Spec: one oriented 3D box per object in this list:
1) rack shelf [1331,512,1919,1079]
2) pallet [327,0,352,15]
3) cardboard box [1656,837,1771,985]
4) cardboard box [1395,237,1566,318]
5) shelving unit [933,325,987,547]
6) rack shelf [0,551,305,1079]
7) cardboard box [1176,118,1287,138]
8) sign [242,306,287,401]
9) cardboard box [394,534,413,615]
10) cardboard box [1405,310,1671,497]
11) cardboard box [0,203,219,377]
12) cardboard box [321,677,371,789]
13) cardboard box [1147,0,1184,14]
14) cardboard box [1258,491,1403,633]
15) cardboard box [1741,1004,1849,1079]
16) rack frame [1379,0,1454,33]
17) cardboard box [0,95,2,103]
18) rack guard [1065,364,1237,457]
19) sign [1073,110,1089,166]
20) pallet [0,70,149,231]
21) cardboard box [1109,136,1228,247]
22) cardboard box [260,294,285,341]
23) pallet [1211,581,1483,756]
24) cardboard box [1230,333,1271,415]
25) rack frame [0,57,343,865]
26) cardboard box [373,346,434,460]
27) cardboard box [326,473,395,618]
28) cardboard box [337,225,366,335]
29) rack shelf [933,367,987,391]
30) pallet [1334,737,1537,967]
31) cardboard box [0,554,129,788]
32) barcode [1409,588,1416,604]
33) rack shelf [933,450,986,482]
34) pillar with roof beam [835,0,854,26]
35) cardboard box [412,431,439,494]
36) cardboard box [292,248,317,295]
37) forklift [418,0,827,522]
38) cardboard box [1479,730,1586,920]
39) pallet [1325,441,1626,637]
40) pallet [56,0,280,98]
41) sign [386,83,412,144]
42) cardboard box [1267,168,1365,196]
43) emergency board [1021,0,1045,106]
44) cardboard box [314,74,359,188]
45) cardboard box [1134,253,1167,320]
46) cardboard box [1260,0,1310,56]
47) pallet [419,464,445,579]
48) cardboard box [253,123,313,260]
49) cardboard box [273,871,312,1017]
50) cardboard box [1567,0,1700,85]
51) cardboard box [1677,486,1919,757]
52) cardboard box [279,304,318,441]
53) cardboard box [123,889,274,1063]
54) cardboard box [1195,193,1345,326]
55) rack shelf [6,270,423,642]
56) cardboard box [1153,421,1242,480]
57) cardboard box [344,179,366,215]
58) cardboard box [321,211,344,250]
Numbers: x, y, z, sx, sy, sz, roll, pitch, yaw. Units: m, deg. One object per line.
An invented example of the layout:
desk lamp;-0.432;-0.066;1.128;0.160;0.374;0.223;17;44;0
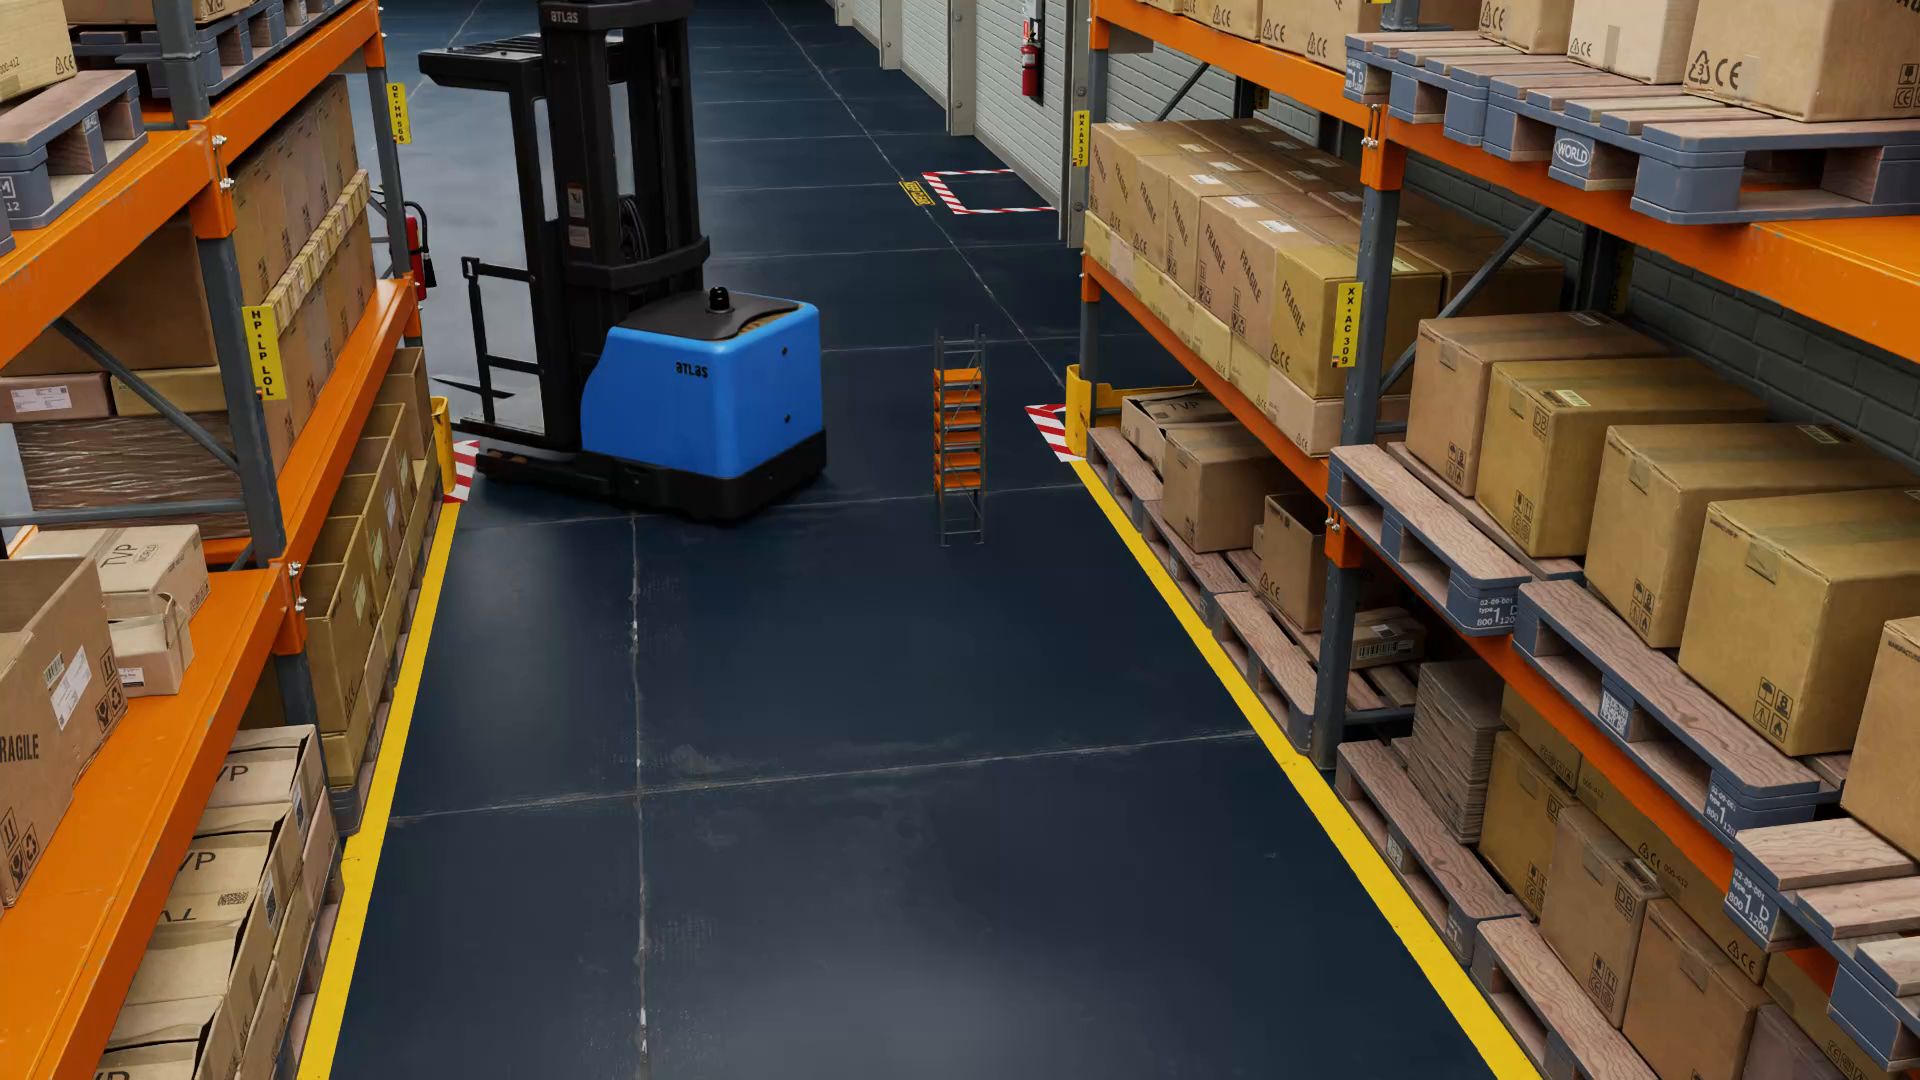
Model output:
rack shelf;2.365;0.660;4.889;1.077;0.370;4.000;-4;24;-10
pallet;-3.506;-2.715;8.082;1.003;0.211;1.213;-4;24;-10
cardboard box;2.407;1.007;4.832;0.500;0.250;0.500;-4;24;-10
cardboard box;2.114;-0.941;6.881;0.500;0.500;0.500;-5;24;-11
shelving unit;-0.003;-0.556;9.023;0.258;1.200;0.189;-4;24;-10
rack shelf;-2.502;1.028;4.047;1.077;0.370;4.000;-4;24;-10
cardboard box;1.552;-2.144;9.636;0.500;0.500;0.500;-5;24;-10
sign;-2.341;-0.626;5.589;0.100;0.325;0.005;-4;24;-10
cardboard box;-2.933;0.184;7.991;0.500;0.250;0.500;-4;24;-10
cardboard box;2.056;-0.501;5.974;0.700;0.500;0.500;-4;24;-10
cardboard box;-2.960;-0.902;5.823;0.700;0.500;0.500;-4;24;-9
cardboard box;-2.660;0.775;6.639;0.500;0.250;0.500;-4;24;-10
cardboard box;1.236;-2.891;8.224;0.500;0.500;0.500;-3;24;-7
cardboard box;1.764;0.082;7.887;0.500;0.500;0.500;-6;24;-14
cardboard box;2.570;1.571;4.480;0.700;0.500;0.500;-4;24;-10
rack frame;1.996;-3.205;5.346;1.000;3.000;0.127;-4;24;-10
cardboard box;-2.663;-1.127;3.999;0.500;0.250;0.500;-7;24;-15
rack guard;1.270;-0.854;10.581;1.175;0.500;0.348;-4;24;-10
sign;0.723;-2.386;9.884;0.100;0.325;0.005;-4;24;-10
pallet;-2.696;-1.029;4.350;0.805;0.209;1.217;-5;24;-12
cardboard box;1.130;-1.908;9.097;0.500;0.500;0.500;-4;24;-10
cardboard box;-2.877;-0.854;6.523;0.380;0.149;0.250;-5;24;-10
pallet;1.837;0.560;7.704;1.003;0.211;1.213;-4;24;-10
cardboard box;1.526;-0.757;7.398;0.500;0.250;0.500;-4;24;-10
rack frame;-2.872;-0.088;5.704;1.000;3.000;0.127;-4;24;-10
cardboard box;-3.220;-0.749;9.190;0.500;0.500;0.500;-4;24;-10
cardboard box;-2.835;0.037;7.391;0.500;0.500;0.500;-4;24;-10
cardboard box;-3.436;-1.316;8.391;0.700;0.500;0.500;-4;24;-8
rack shelf;-0.003;-0.845;8.897;0.258;0.103;0.180;-4;24;-10
pallet;2.141;1.128;6.404;1.003;0.211;1.213;-4;24;-10
cardboard box;-2.649;0.377;4.515;0.500;0.500;0.500;-3;24;-6
barcode;2.133;0.260;7.831;0.001;0.075;0.075;-4;24;-10
rack shelf;-0.003;-0.405;9.089;0.258;0.103;0.180;-4;24;-10
pillar with roof beam;-6.433;-13.689;29.350;9.100;9.000;0.400;-4;24;-10
cardboard box;-3.222;-0.405;9.340;0.500;0.250;0.500;-4;24;-10
cardboard box;-3.021;-1.160;7.223;0.380;0.149;0.250;-4;24;-10
forklift;-2.355;-1.851;9.827;3.031;2.935;1.130;12;26;25
cardboard box;2.293;0.976;5.842;0.700;0.500;0.500;-5;24;-11
pallet;1.994;-0.057;5.872;1.003;0.211;1.213;-4;24;-10
pallet;-3.055;-1.756;5.885;1.003;0.211;1.213;-4;24;-10
sign;-3.076;-2.335;9.107;0.100;0.325;0.005;-4;24;-10
cardboard box;1.828;-1.544;8.263;0.500;0.500;0.500;-4;24;-9
emergency board;0.706;-5.153;17.301;0.194;1.169;0.643;-4;24;-10
cardboard box;-3.528;-2.096;8.556;0.700;0.500;0.500;-4;24;-10
cardboard box;1.232;-1.350;8.757;0.500;0.250;0.500;-5;24;-11
cardboard box;1.578;-2.266;6.793;0.500;0.500;0.500;-6;24;-14
pallet;-3.429;-0.086;9.183;1.003;0.211;1.213;-4;24;-10
cardboard box;-3.239;-1.495;7.179;0.700;0.500;0.500;-4;24;-10
cardboard box;-2.419;1.320;5.390;0.500;0.250;0.500;-5;24;-11
cardboard box;2.132;-1.519;4.819;0.500;0.311;0.500;-4;24;-8
cardboard box;2.386;0.197;4.376;0.700;0.500;0.500;-4;24;-10
cardboard box;-3.153;-0.713;7.009;0.700;0.500;0.500;-4;24;-9
cardboard box;-2.323;1.261;4.824;0.500;0.311;0.500;-4;24;-10
cardboard box;1.424;-1.298;7.700;0.500;0.500;0.500;-5;24;-11
rack shelf;-3.242;-0.545;7.649;1.077;0.370;4.000;-4;24;-10
cardboard box;1.401;-0.496;9.447;0.500;0.311;0.500;-2;24;-5
cardboard box;-3.304;-1.765;8.609;0.380;0.149;0.250;-4;24;-8
cardboard box;-3.163;-1.462;7.915;0.380;0.149;0.250;-4;24;-8
